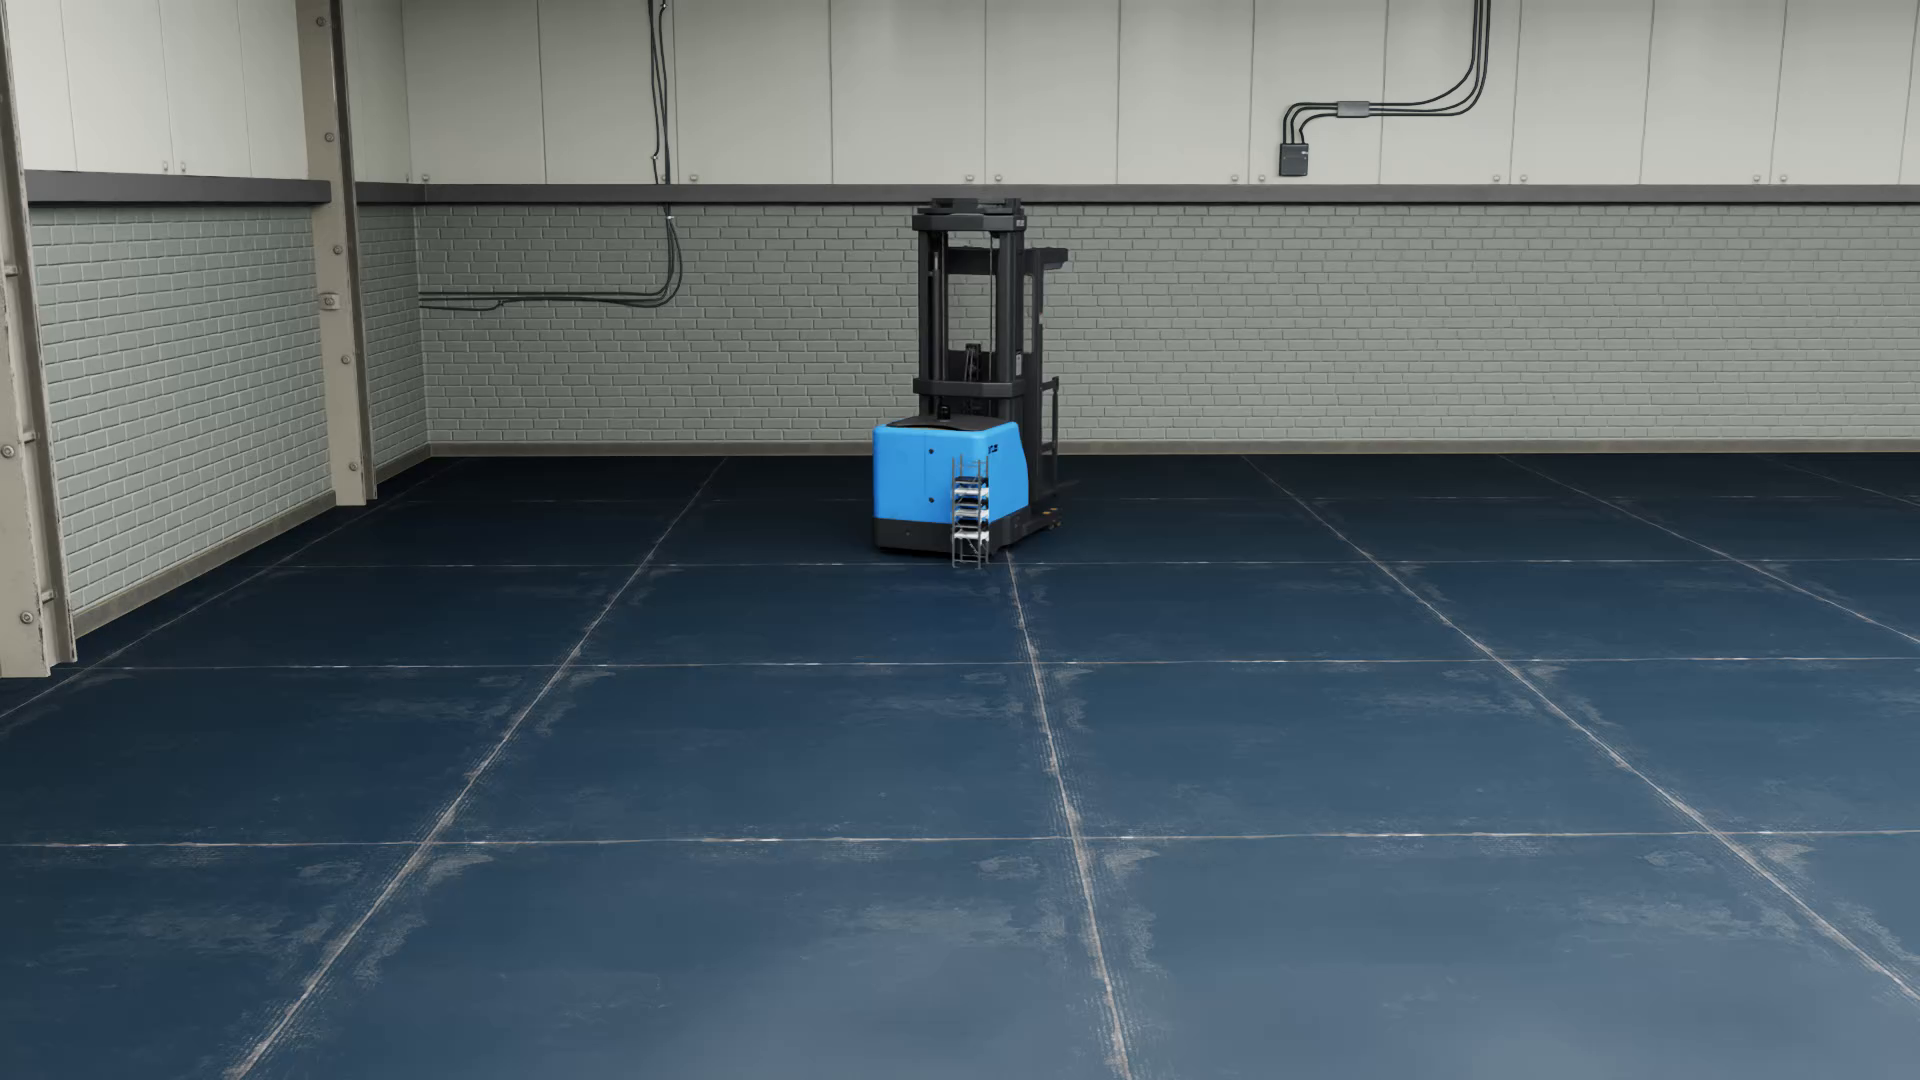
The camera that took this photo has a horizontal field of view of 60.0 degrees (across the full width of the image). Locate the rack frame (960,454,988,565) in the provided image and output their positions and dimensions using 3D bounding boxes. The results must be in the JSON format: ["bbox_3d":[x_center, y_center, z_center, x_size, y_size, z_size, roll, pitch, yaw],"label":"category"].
[{"bbox_3d":[0.114,-0.249,13.521,0.240,0.900,0.006,4,12,18],"label":"rack frame"}]

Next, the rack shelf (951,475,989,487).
[{"bbox_3d":[0.082,-0.461,13.380,0.258,0.077,0.200,4,12,18],"label":"rack shelf"}]

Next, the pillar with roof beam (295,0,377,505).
[{"bbox_3d":[-1.667,-4.806,15.615,9.100,9.000,0.400,0,11,-1],"label":"pillar with roof beam"}]

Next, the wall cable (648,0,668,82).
[{"bbox_3d":[-2.005,-6.344,18.303,3.097,2.526,0.112,0,11,-1],"label":"wall cable"}]

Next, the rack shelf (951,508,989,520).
[{"bbox_3d":[0.082,-0.197,13.433,0.258,0.077,0.200,4,12,18],"label":"rack shelf"}]

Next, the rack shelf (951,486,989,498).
[{"bbox_3d":[0.082,-0.373,13.397,0.258,0.077,0.200,4,12,18],"label":"rack shelf"}]

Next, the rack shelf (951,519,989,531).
[{"bbox_3d":[0.082,-0.109,13.451,0.258,0.077,0.200,4,12,18],"label":"rack shelf"}]

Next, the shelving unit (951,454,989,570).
[{"bbox_3d":[0.082,-0.229,13.427,0.258,0.900,0.210,4,12,18],"label":"shelving unit"}]

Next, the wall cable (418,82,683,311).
[{"bbox_3d":[-4.710,-3.857,18.750,3.097,2.526,0.112,0,11,-1],"label":"wall cable"}]

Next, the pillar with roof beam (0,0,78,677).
[{"bbox_3d":[-1.543,-3.613,9.736,9.100,9.000,0.400,0,11,-1],"label":"pillar with roof beam"}]

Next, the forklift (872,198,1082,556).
[{"bbox_3d":[0.301,-1.557,14.860,1.130,2.935,3.031,5,12,22],"label":"forklift"}]

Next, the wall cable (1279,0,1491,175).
[{"bbox_3d":[4.782,-7.082,18.280,2.305,6.003,0.169,0,11,-1],"label":"wall cable"}]

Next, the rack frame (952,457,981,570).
[{"bbox_3d":[0.050,-0.210,13.332,0.240,0.900,0.006,4,12,18],"label":"rack frame"}]

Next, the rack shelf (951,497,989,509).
[{"bbox_3d":[0.082,-0.285,13.415,0.258,0.077,0.200,4,12,18],"label":"rack shelf"}]

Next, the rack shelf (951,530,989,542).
[{"bbox_3d":[0.082,-0.020,13.469,0.258,0.077,0.200,4,12,18],"label":"rack shelf"}]
